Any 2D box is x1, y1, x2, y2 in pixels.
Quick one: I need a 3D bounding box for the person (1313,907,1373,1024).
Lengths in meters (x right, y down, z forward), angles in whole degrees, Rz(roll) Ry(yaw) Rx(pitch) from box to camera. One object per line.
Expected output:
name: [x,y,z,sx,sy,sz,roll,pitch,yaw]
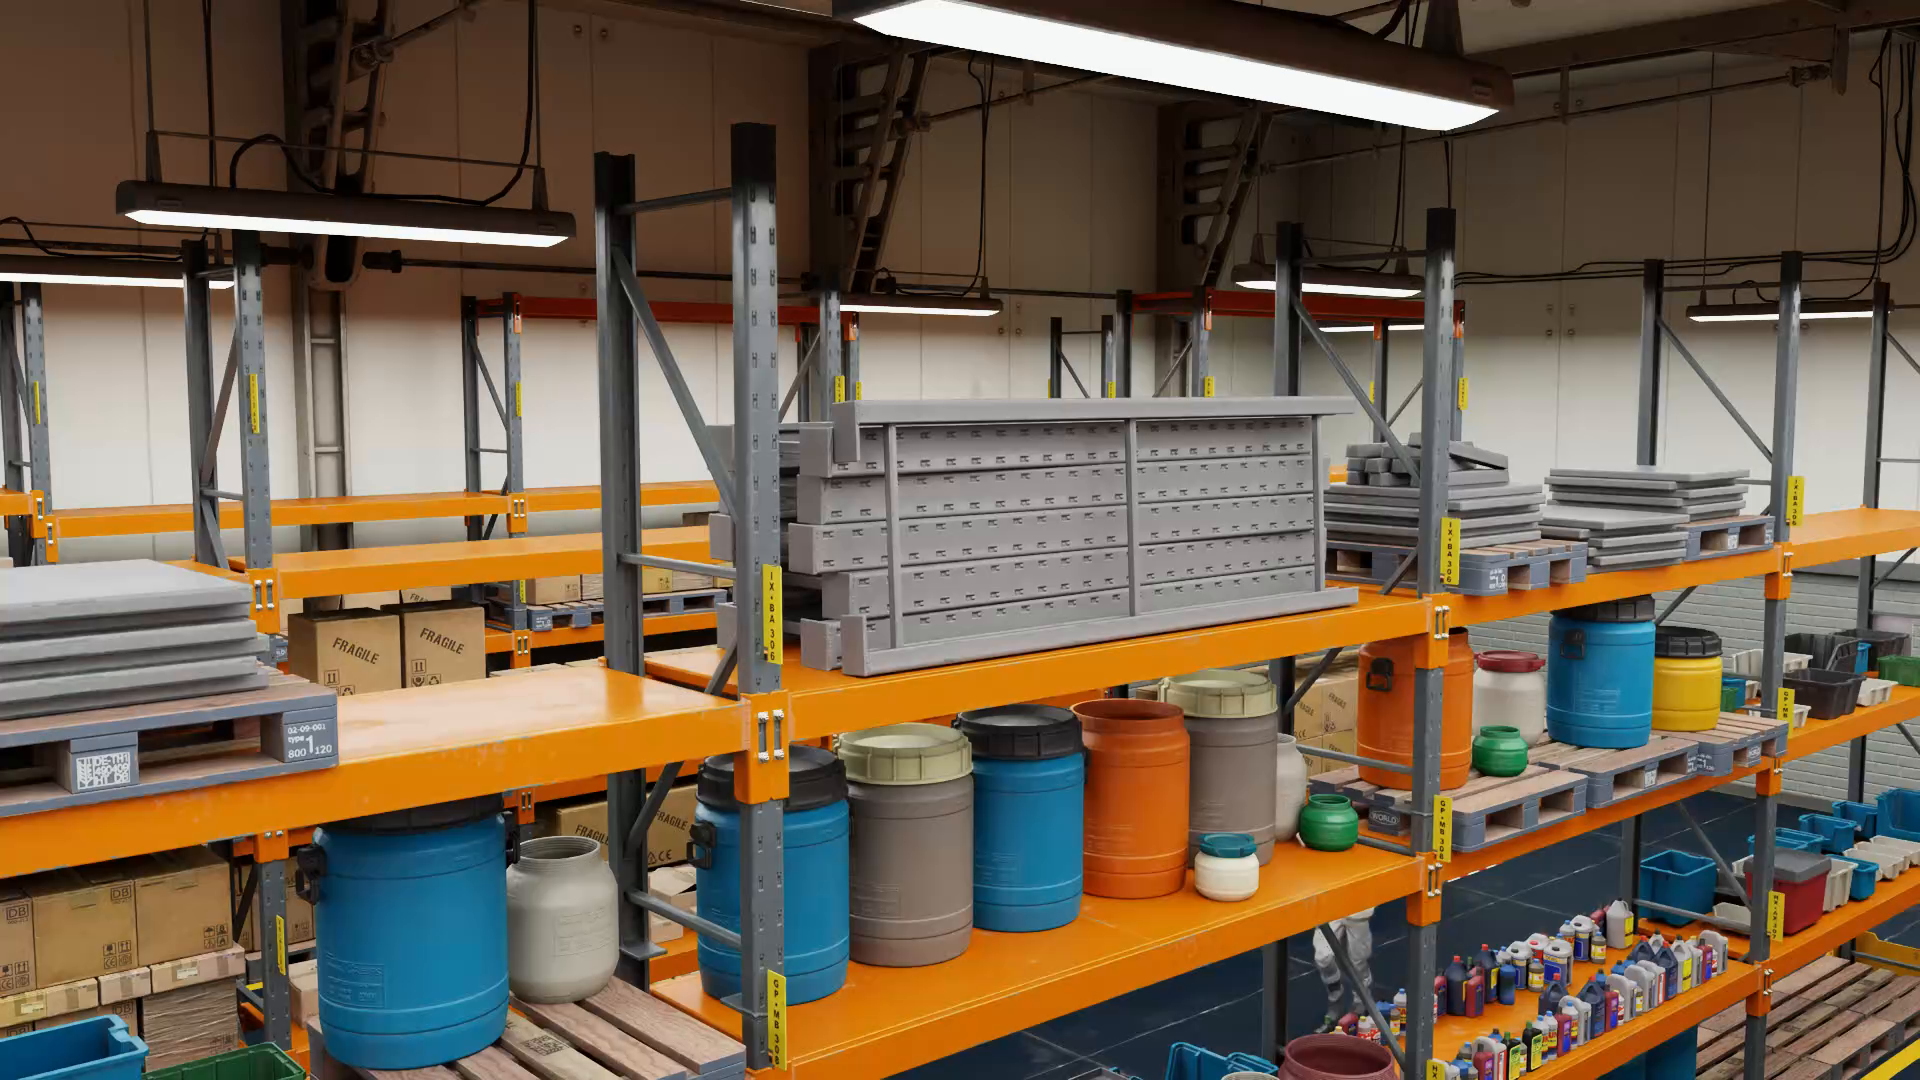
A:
person: [3.082,3.018,13.326,0.647,1.777,0.784,4,7,34]
